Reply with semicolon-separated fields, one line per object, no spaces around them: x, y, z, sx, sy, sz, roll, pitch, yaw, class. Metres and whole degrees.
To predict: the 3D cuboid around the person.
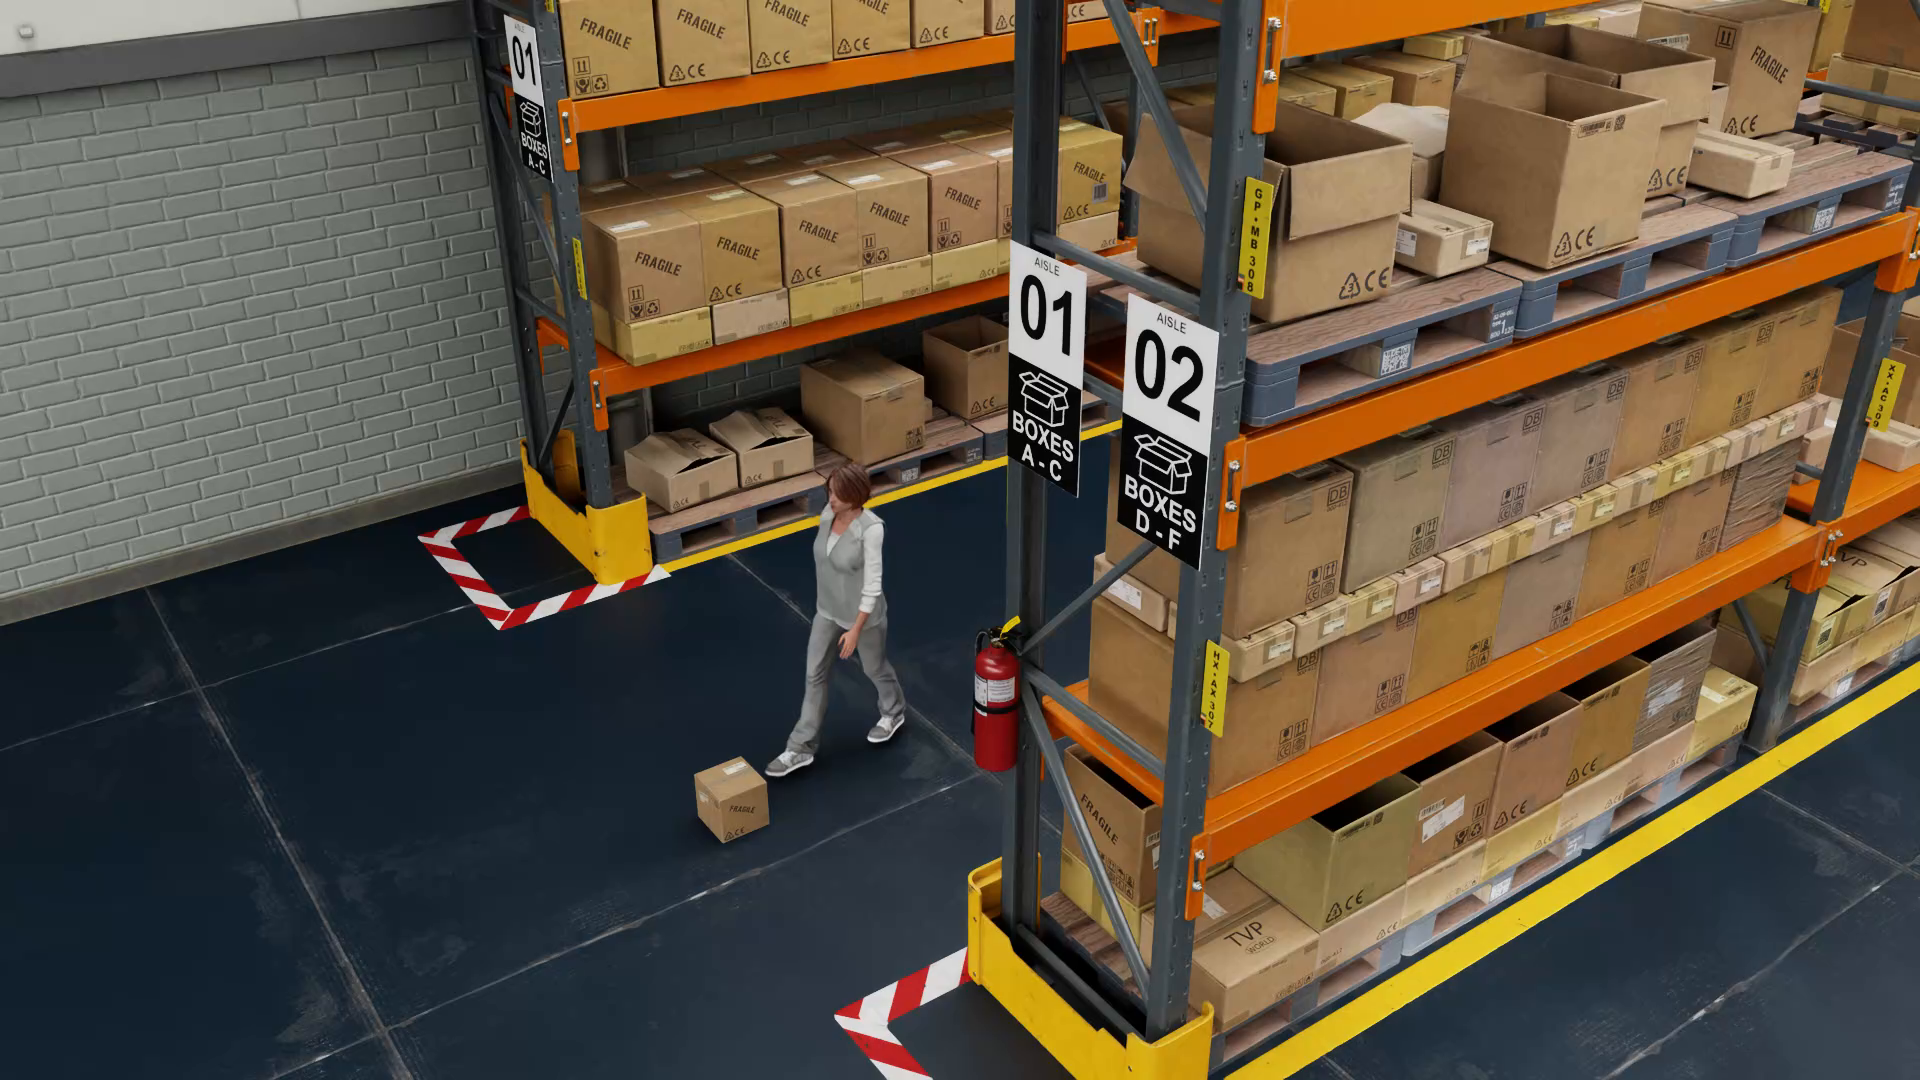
-0.570;0.383;7.919;0.430;1.558;0.823;20;35;32;person
